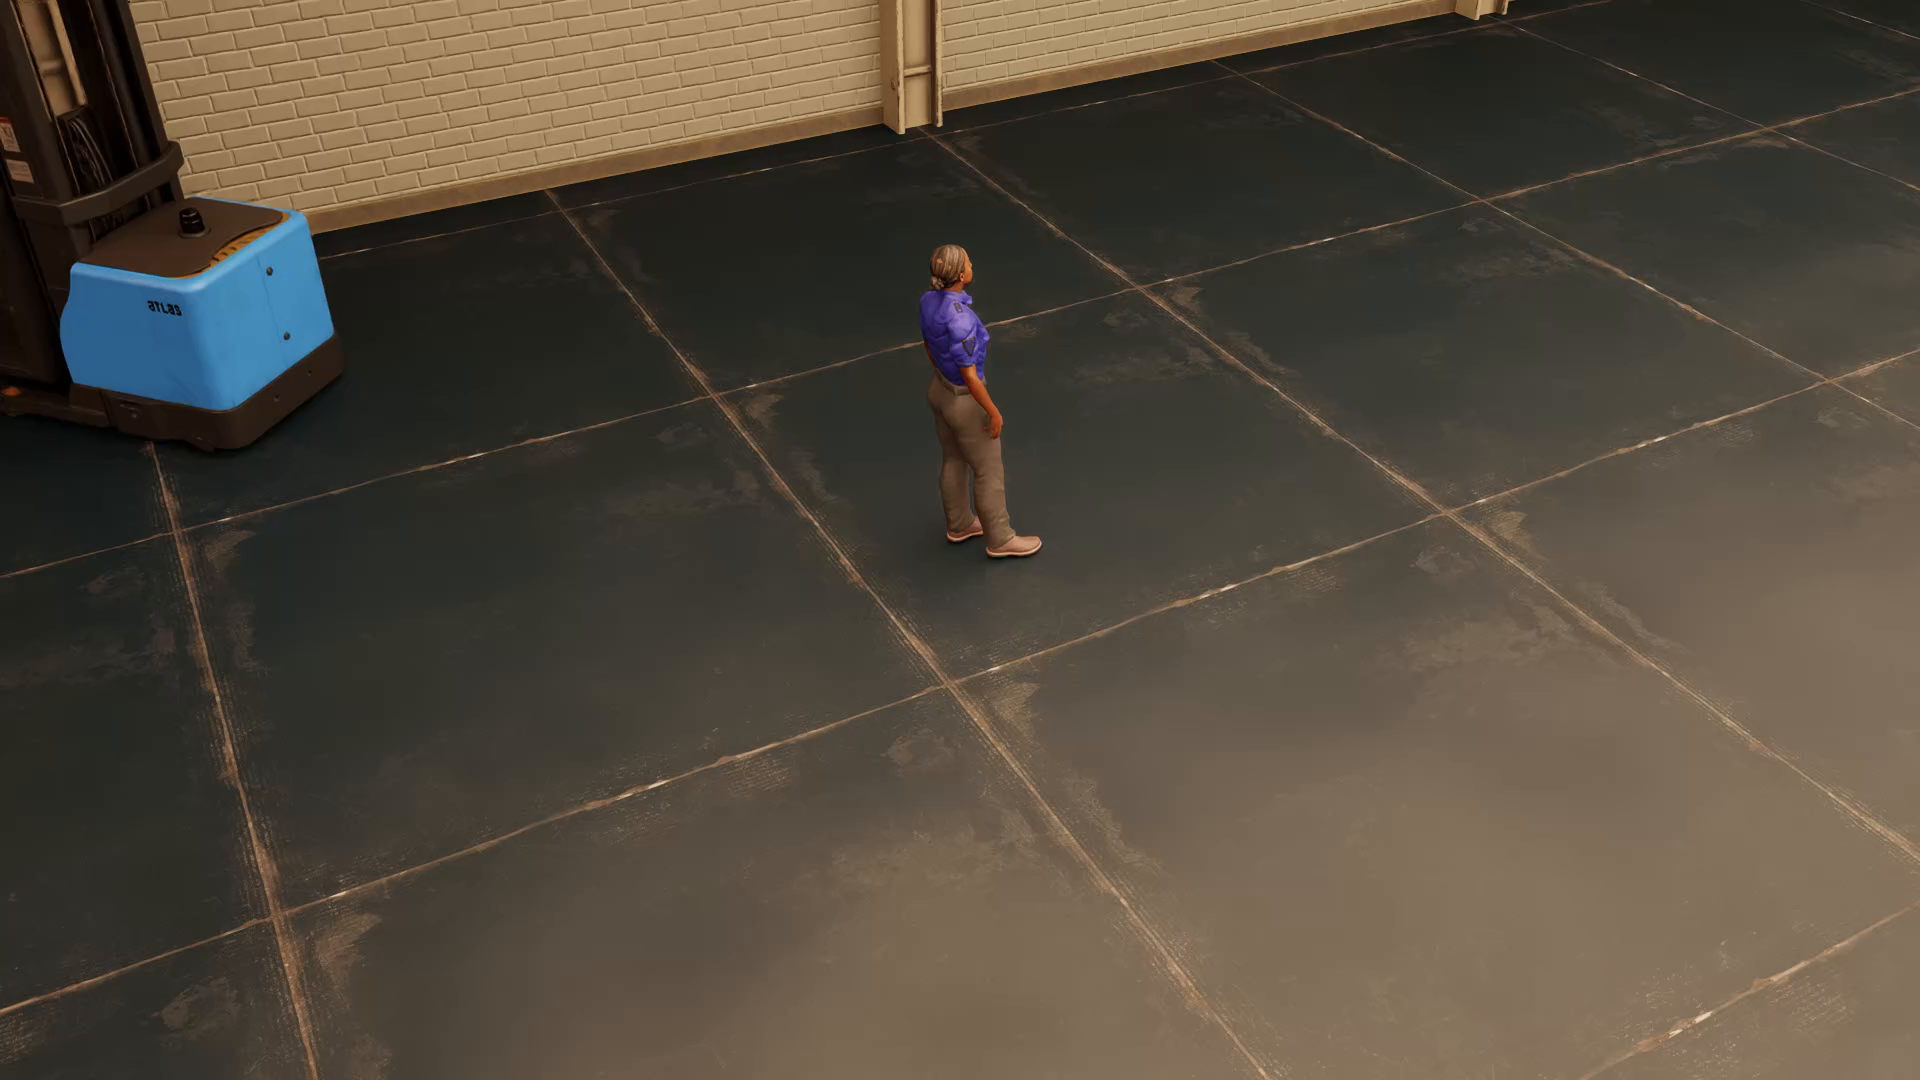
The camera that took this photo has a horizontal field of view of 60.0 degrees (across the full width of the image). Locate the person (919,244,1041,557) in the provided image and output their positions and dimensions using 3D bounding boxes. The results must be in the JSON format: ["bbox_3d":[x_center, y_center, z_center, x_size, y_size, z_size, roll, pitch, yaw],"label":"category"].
[{"bbox_3d":[0.087,-0.696,8.200,0.503,1.656,0.569,-17,39,-23],"label":"person"}]

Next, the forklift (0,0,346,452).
[{"bbox_3d":[-5.266,-2.192,9.224,3.031,2.935,1.130,11,37,15],"label":"forklift"}]
